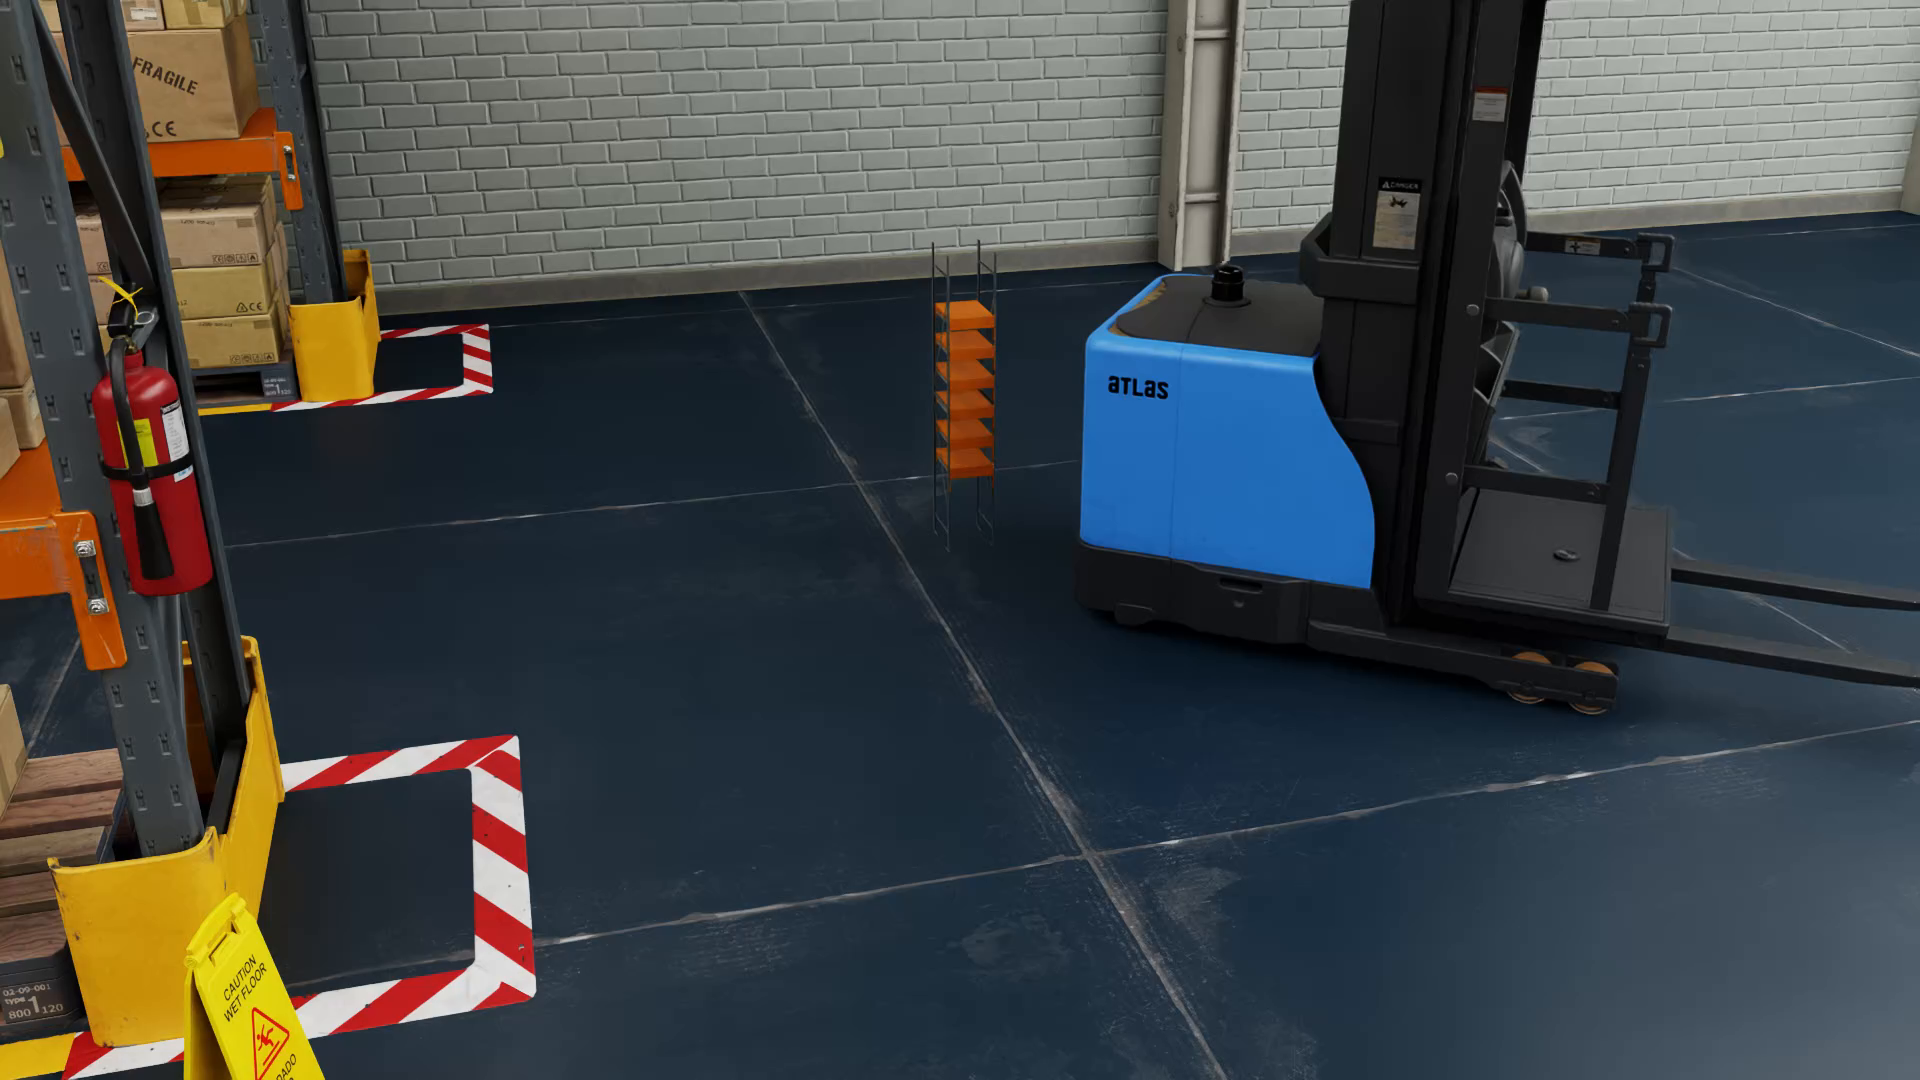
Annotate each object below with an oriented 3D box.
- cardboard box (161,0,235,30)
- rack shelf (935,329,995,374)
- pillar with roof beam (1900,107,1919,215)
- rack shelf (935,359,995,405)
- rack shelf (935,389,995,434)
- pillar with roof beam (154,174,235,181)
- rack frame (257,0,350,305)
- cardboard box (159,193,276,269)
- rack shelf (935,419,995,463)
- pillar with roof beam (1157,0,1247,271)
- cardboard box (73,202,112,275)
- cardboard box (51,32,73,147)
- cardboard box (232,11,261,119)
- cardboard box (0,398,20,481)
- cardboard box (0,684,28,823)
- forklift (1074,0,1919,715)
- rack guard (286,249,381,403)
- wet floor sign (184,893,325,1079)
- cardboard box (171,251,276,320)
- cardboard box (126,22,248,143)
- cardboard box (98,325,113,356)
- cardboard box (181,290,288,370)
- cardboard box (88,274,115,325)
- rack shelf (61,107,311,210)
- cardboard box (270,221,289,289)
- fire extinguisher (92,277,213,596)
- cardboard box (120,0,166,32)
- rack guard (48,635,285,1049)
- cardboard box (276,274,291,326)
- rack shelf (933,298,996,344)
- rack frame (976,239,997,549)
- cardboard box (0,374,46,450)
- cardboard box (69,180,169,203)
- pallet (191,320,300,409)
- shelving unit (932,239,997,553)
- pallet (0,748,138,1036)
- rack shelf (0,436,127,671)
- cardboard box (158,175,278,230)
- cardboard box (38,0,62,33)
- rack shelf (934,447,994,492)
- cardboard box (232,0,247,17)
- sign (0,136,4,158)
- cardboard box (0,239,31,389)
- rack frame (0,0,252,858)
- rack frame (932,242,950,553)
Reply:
[{"bbox_3d":[-3.581,-2.500,7.823,0.250,0.149,0.380,-6,24,-14],"label":"cardboard box"},{"bbox_3d":[0.014,-0.733,6.440,0.180,0.103,0.258,-6,24,-14],"label":"rack shelf"},{"bbox_3d":[8.480,-4.968,6.916,0.400,9.000,9.100,-6,24,-14],"label":"pillar with roof beam"},{"bbox_3d":[0.014,-0.622,6.487,0.180,0.103,0.258,-6,24,-14],"label":"rack shelf"},{"bbox_3d":[0.014,-0.512,6.535,0.180,0.103,0.258,-6,24,-14],"label":"rack shelf"},{"bbox_3d":[-3.074,-3.690,3.938,0.400,9.000,9.100,-6,24,-14],"label":"pillar with roof beam"},{"bbox_3d":[-3.323,-2.299,8.305,0.127,3.000,1.000,-6,24,-14],"label":"rack frame"},{"bbox_3d":[-3.682,-1.521,8.177,0.500,0.250,0.500,-5,24,-13],"label":"cardboard box"},{"bbox_3d":[0.014,-0.402,6.582,0.180,0.103,0.258,-6,24,-14],"label":"rack shelf"},{"bbox_3d":[2.703,-4.329,5.427,0.400,9.000,9.100,-6,24,-14],"label":"pillar with roof beam"},{"bbox_3d":[-4.172,-1.464,8.045,0.500,0.250,0.500,-6,24,-13],"label":"cardboard box"},{"bbox_3d":[-4.228,-2.142,7.810,0.500,0.500,0.500,-6,24,-13],"label":"cardboard box"},{"bbox_3d":[-3.875,-2.398,8.408,0.500,0.500,0.500,-6,24,-13],"label":"cardboard box"},{"bbox_3d":[-2.281,-0.179,3.681,0.250,0.149,0.380,-5,24,-13],"label":"cardboard box"},{"bbox_3d":[-2.830,0.636,4.418,0.500,0.250,0.500,-7,24,-15],"label":"cardboard box"},{"bbox_3d":[1.985,-1.016,5.400,3.031,2.935,1.130,9,25,20],"label":"forklift"},{"bbox_3d":[-3.300,-1.153,8.804,0.348,0.500,1.175,-6,24,-14],"label":"rack guard"},{"bbox_3d":[-1.506,1.053,3.479,0.232,0.644,0.267,2,23,4],"label":"wet floor sign"},{"bbox_3d":[-3.707,-1.288,8.268,0.500,0.250,0.500,-7,24,-15],"label":"cardboard box"},{"bbox_3d":[-3.726,-2.193,7.931,0.500,0.500,0.500,-7,24,-16],"label":"cardboard box"},{"bbox_3d":[-4.171,-1.009,8.253,0.500,0.250,0.500,-6,24,-14],"label":"cardboard box"},{"bbox_3d":[-3.690,-1.059,8.368,0.500,0.250,0.500,-6,24,-14],"label":"cardboard box"},{"bbox_3d":[-4.193,-1.239,8.153,0.500,0.250,0.500,-7,24,-15],"label":"cardboard box"},{"bbox_3d":[-5.248,-1.756,7.950,4.000,0.370,1.077,-6,24,-14],"label":"rack shelf"},{"bbox_3d":[-3.832,-1.487,8.733,0.500,0.250,0.500,-6,24,-13],"label":"cardboard box"},{"bbox_3d":[-1.744,-0.217,3.550,0.183,0.674,0.296,-6,24,-14],"label":"fire extinguisher"},{"bbox_3d":[-3.819,-2.462,7.734,0.250,0.149,0.380,-6,24,-14],"label":"cardboard box"},{"bbox_3d":[-2.052,0.741,4.388,0.348,0.500,1.175,-6,24,-14],"label":"rack guard"},{"bbox_3d":[-3.849,-1.251,8.815,0.500,0.250,0.500,-6,24,-14],"label":"cardboard box"},{"bbox_3d":[0.014,-0.843,6.393,0.180,0.103,0.258,-6,24,-14],"label":"rack shelf"},{"bbox_3d":[0.102,-0.563,6.540,0.006,1.200,0.240,-6,24,-14],"label":"rack frame"},{"bbox_3d":[-2.361,-0.342,4.062,0.250,0.149,0.380,-6,24,-14],"label":"cardboard box"},{"bbox_3d":[-4.317,-1.654,8.488,0.500,0.250,0.500,-6,24,-14],"label":"cardboard box"},{"bbox_3d":[-4.048,-0.921,8.628,1.213,0.211,1.003,-6,24,-14],"label":"pallet"},{"bbox_3d":[0.014,-0.553,6.517,0.189,1.200,0.258,-6,24,-14],"label":"shelving unit"},{"bbox_3d":[-2.843,0.947,4.275,1.213,0.211,1.003,-6,24,-14],"label":"pallet"},{"bbox_3d":[-3.904,0.128,3.559,4.000,0.370,1.077,-6,24,-14],"label":"rack shelf"},{"bbox_3d":[-3.837,-1.709,8.615,0.500,0.250,0.500,-7,24,-15],"label":"cardboard box"},{"bbox_3d":[-4.085,-2.457,7.723,0.250,0.149,0.380,-6,24,-13],"label":"cardboard box"},{"bbox_3d":[0.014,-0.292,6.629,0.180,0.103,0.258,-6,24,-14],"label":"rack shelf"},{"bbox_3d":[-3.719,-2.706,8.303,0.250,0.149,0.380,-7,24,-16],"label":"cardboard box"},{"bbox_3d":[-1.848,-0.880,3.127,0.005,0.325,0.100,-6,24,-14],"label":"sign"},{"bbox_3d":[-2.509,-0.653,3.963,0.500,0.500,0.500,-7,24,-15],"label":"cardboard box"},{"bbox_3d":[-1.978,-0.415,3.914,0.127,3.000,1.000,-6,24,-14],"label":"rack frame"},{"bbox_3d":[-0.074,-0.543,6.494,0.006,1.200,0.240,-6,24,-14],"label":"rack frame"}]
